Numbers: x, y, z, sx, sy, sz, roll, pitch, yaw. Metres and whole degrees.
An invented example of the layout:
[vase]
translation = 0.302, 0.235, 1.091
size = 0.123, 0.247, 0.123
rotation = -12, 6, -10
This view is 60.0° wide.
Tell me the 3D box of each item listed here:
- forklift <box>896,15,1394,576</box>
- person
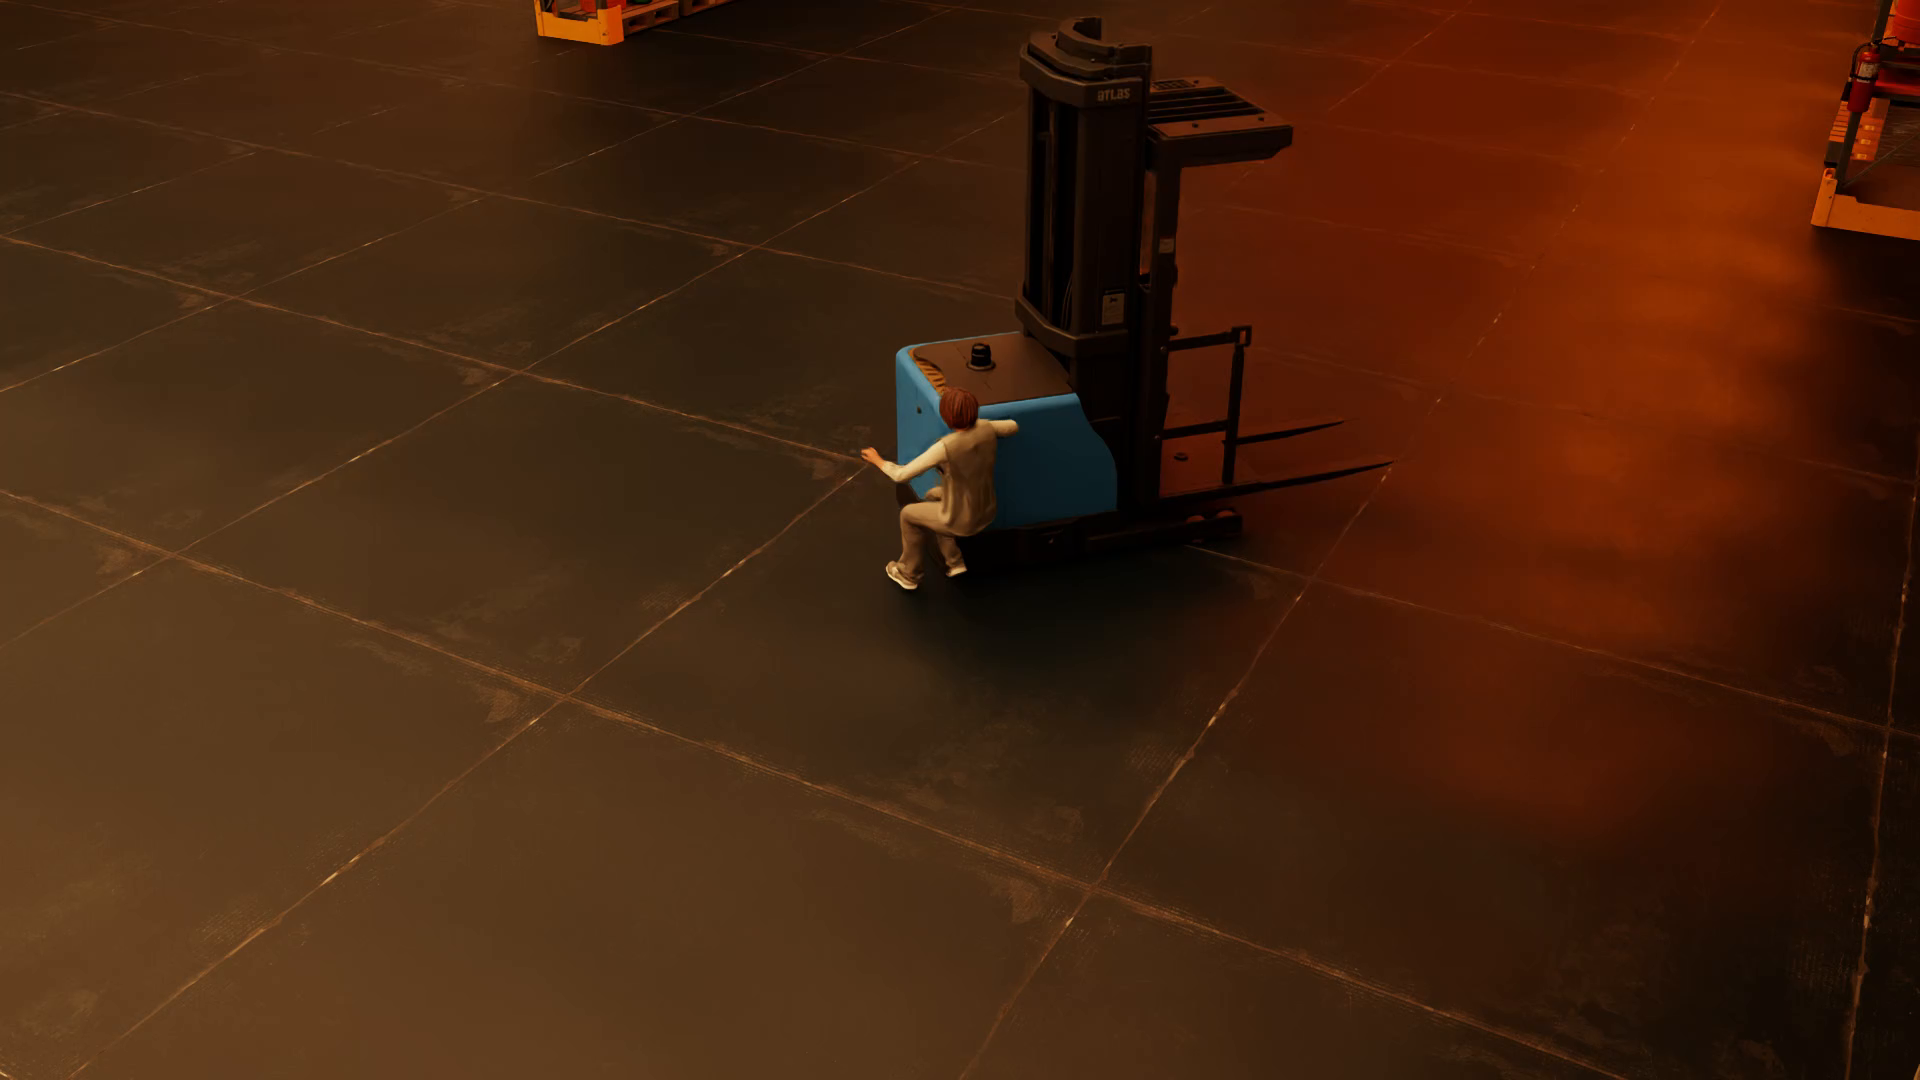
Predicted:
[forklift]
translation = 1.180, -1.491, 9.653
size = 3.031, 2.935, 1.130
rotation = -9, 31, -16
[person]
translation = -0.126, -0.291, 9.132
size = 0.755, 1.366, 0.832
rotation = 23, 37, 34
